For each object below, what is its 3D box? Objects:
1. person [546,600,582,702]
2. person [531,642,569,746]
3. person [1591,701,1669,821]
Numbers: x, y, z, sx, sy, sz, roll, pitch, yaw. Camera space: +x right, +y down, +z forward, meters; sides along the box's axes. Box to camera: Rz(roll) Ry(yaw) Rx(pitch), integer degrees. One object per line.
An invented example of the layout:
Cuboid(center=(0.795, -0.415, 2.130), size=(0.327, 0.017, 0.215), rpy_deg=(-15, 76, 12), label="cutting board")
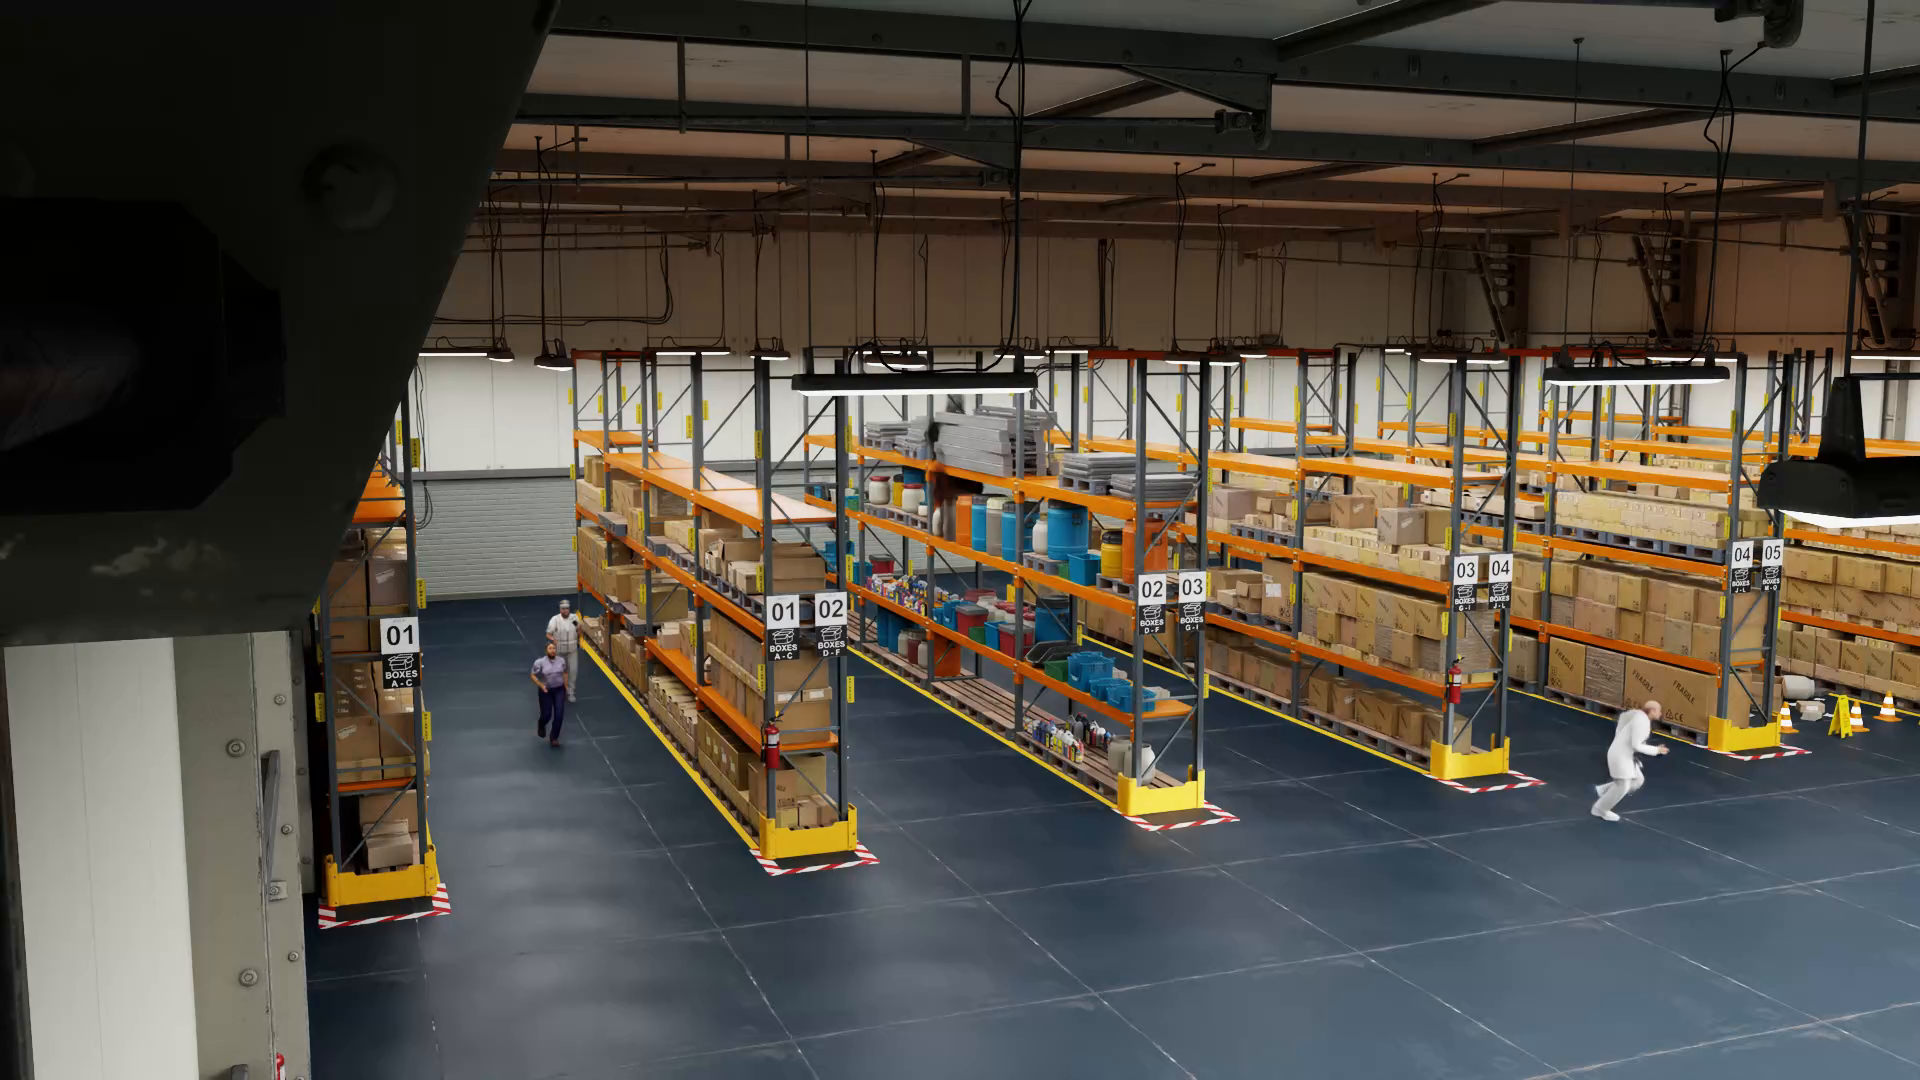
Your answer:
Cuboid(center=(-6.855, 1.882, 28.853), size=(0.651, 1.760, 0.893), rpy_deg=(-3, 8, -26), label="person")
Cuboid(center=(-6.307, 2.356, 25.658), size=(0.595, 1.601, 0.561), rpy_deg=(-4, 8, -30), label="person")
Cuboid(center=(8.734, 2.853, 21.655), size=(0.908, 1.608, 0.737), rpy_deg=(3, 8, 22), label="person")
